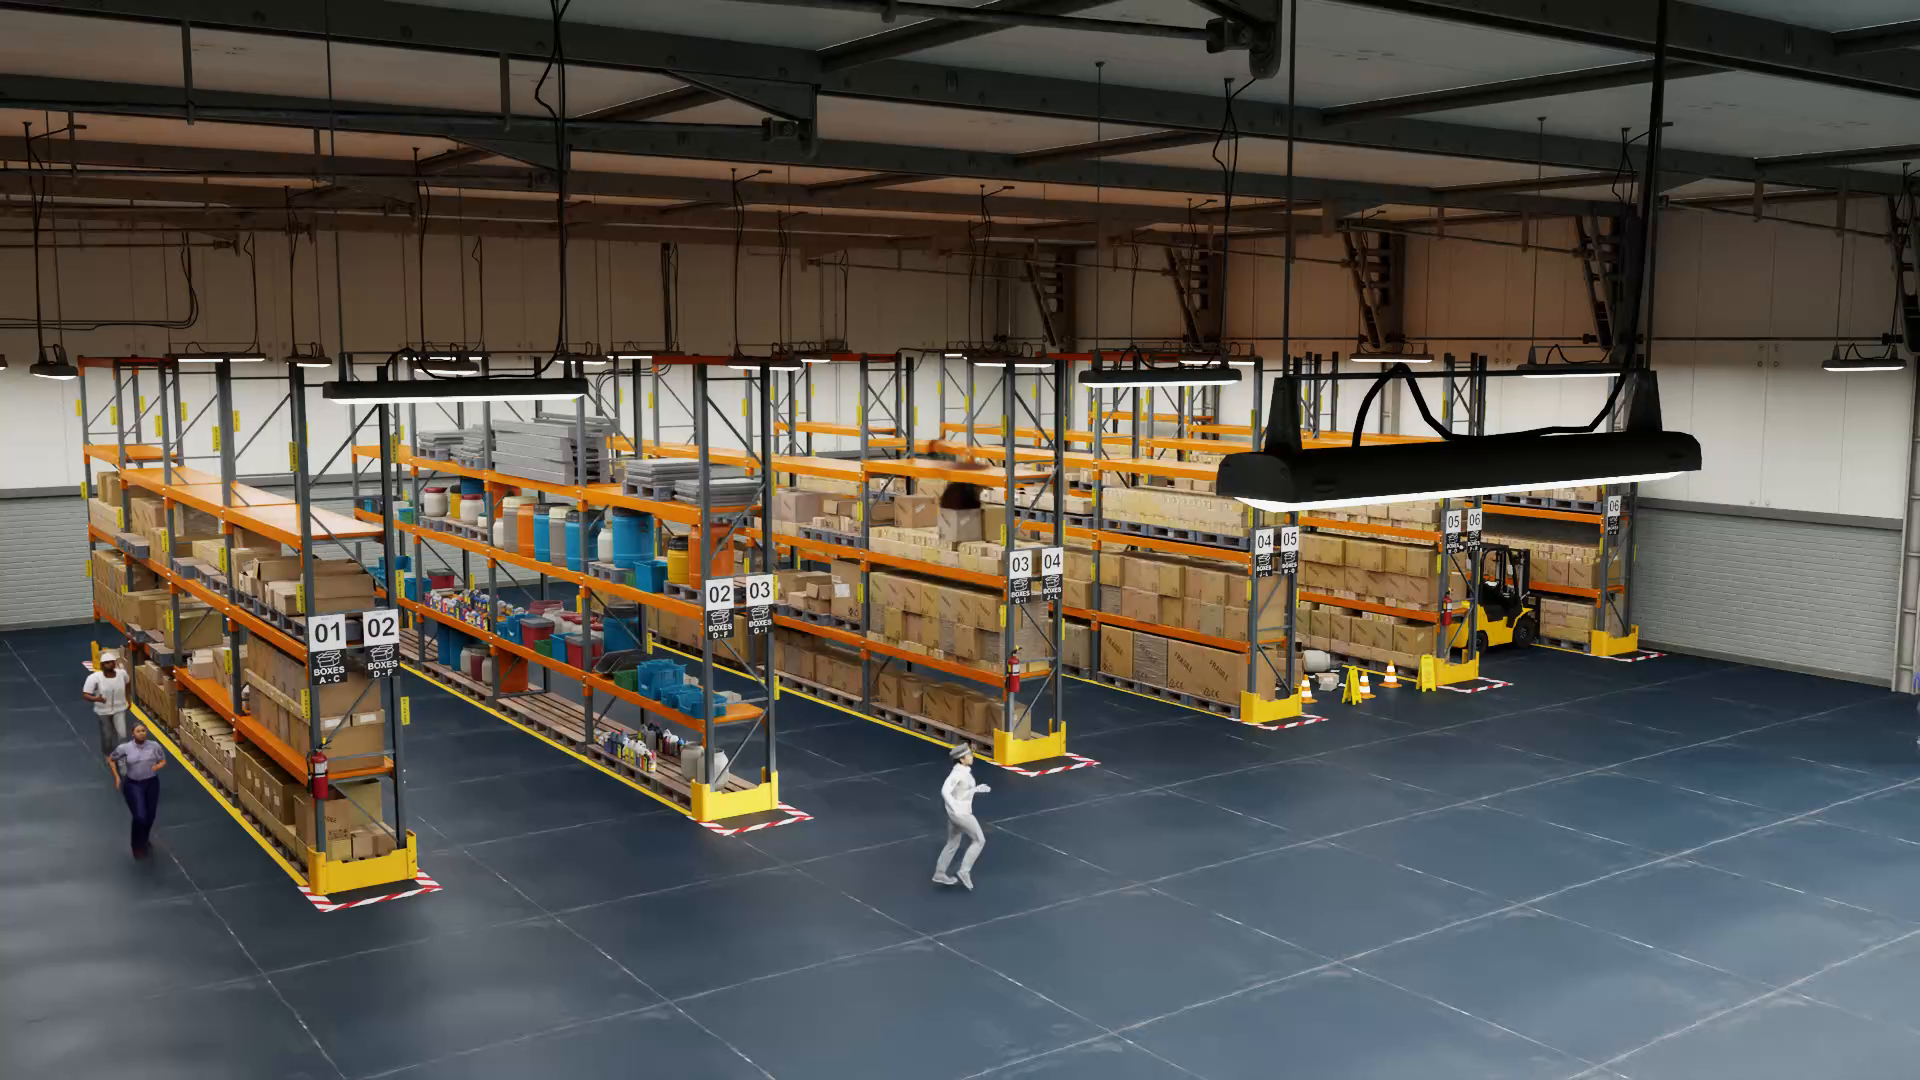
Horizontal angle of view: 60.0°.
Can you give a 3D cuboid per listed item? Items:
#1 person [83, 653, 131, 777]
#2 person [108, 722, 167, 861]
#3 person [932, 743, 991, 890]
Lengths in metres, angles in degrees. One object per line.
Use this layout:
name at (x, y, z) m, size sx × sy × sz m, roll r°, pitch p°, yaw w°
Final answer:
person at (-12.382, 2.537, 24.214) m, size 0.674 × 1.827 × 0.773 m, roll -5°, pitch 8°, yaw -35°
person at (-10.021, 3.064, 20.364) m, size 0.719 × 1.694 × 0.577 m, roll 6°, pitch 9°, yaw 42°
person at (0.029, 3.184, 19.230) m, size 0.677 × 1.730 × 0.581 m, roll -1°, pitch 7°, yaw -8°
